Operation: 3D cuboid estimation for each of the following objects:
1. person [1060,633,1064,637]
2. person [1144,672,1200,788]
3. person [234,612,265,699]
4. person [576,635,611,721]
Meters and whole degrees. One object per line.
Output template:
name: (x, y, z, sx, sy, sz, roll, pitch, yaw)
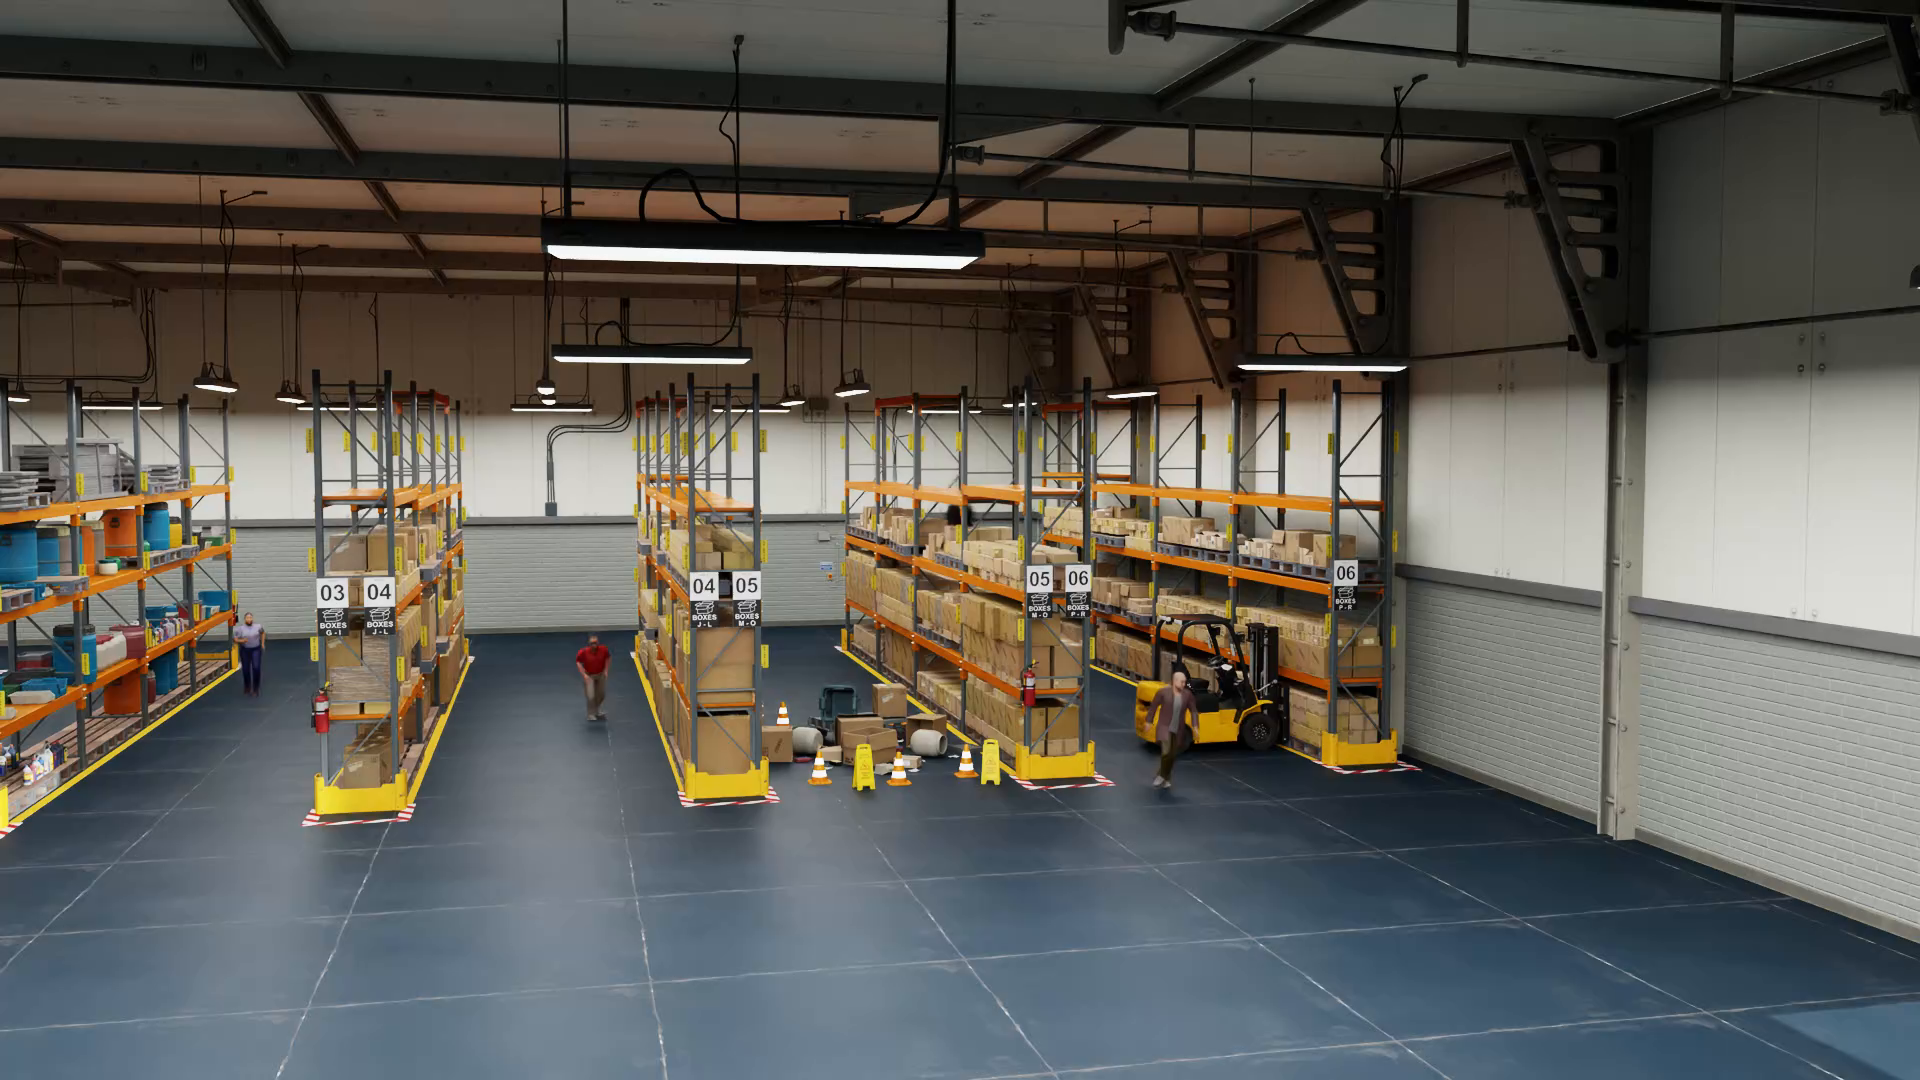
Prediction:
person: (1.788, 2.326, 32.552, 0.542, 1.562, 0.608, -1, 3, -17)
person: (3.069, 2.741, 23.995, 0.694, 1.725, 0.758, -1, 3, -15)
person: (-14.089, 2.278, 32.989, 0.558, 1.703, 0.842, -1, 4, -21)
person: (-6.645, 2.476, 30.127, 0.711, 1.577, 0.878, -2, 4, -36)
